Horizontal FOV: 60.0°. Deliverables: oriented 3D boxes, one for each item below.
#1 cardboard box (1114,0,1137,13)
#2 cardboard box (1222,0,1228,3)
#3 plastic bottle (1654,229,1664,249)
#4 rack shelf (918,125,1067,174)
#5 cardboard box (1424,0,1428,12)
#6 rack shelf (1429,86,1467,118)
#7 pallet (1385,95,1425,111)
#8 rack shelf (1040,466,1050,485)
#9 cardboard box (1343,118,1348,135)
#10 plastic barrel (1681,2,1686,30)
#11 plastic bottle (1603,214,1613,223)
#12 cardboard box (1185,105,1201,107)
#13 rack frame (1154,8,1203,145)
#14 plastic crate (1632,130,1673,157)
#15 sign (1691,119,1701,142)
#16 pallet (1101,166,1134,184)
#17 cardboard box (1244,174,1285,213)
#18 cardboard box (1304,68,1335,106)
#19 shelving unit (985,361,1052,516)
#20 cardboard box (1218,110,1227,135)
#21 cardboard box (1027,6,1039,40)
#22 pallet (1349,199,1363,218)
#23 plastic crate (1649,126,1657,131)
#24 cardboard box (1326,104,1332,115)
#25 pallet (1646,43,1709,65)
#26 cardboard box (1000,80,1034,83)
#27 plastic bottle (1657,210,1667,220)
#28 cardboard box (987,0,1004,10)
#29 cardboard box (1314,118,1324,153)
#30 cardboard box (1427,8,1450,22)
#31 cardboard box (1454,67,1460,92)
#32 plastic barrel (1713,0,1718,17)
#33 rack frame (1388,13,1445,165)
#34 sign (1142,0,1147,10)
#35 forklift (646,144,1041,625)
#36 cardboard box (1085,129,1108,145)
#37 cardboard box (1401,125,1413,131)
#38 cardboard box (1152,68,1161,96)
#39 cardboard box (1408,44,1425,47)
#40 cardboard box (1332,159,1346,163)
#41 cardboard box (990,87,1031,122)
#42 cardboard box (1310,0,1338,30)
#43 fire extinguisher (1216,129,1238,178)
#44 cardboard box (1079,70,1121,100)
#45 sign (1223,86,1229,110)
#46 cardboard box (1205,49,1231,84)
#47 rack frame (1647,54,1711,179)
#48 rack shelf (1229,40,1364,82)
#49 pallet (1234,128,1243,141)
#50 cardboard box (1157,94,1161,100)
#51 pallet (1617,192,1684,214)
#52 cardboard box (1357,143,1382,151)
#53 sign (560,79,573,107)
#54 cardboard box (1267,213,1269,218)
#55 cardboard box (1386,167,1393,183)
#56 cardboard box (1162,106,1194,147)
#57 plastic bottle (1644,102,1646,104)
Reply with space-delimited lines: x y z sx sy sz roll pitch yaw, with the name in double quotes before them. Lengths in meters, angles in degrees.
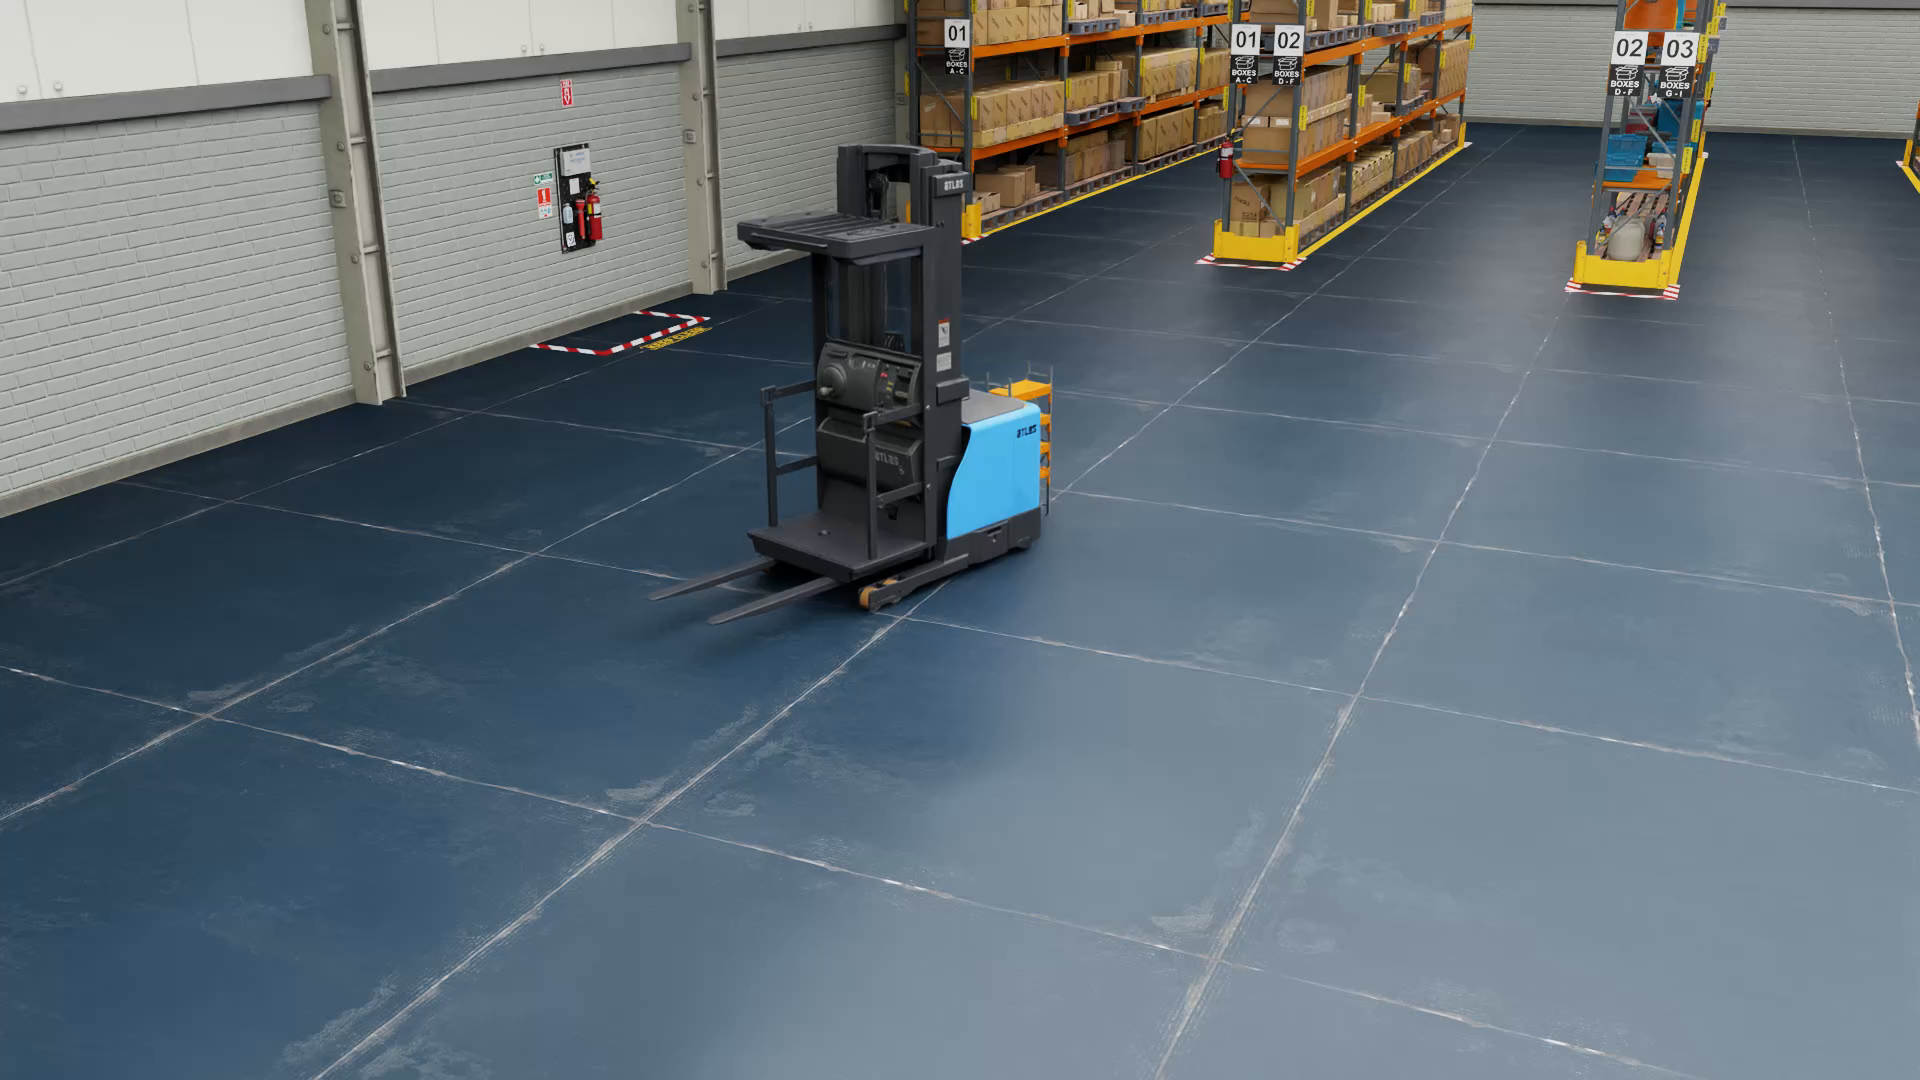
"cardboard box" 3.129 -10.405 31.967 0.700 0.500 0.500 7 21 18
"cardboard box" 5.573 -11.881 36.371 0.500 0.250 0.500 8 21 21
"plastic bottle" 9.776 -4.212 23.252 0.097 0.271 0.097 0 20 0
"rack shelf" 0.530 -6.411 27.092 1.077 0.370 4.000 9 21 23
"cardboard box" 8.872 -10.690 32.648 0.600 0.600 0.600 6 21 18
"rack shelf" 9.965 -9.401 35.499 1.077 0.370 4.000 9 21 23
"pallet" 8.300 -8.410 31.926 1.003 0.211 1.213 9 21 23
"rack shelf" 0.445 -0.465 12.778 0.258 0.148 0.480 16 25 38
"cardboard box" 6.032 -6.768 27.248 0.500 0.250 0.500 10 22 26
"plastic barrel" 11.491 -8.653 27.098 0.600 0.901 0.600 0 20 0
"plastic bottle" 9.351 -4.527 24.017 0.144 0.351 0.185 10 22 25
"cardboard box" 5.210 -9.649 37.259 0.380 0.149 0.250 9 21 23
"rack frame" 4.625 -9.807 35.567 1.000 3.000 0.127 9 21 23
"plastic crate" 10.057 -5.830 24.478 0.767 0.338 0.504 9 21 23
"sign" 10.885 -6.053 24.600 0.100 0.325 0.005 9 21 23
"pallet" 2.666 -7.031 31.925 1.003 0.211 1.213 9 21 23
"cardboard box" 4.576 -5.228 25.050 0.500 0.500 0.500 9 21 23
"cardboard box" 5.282 -6.897 25.300 0.700 0.500 0.500 9 21 23
"shelving unit" 0.445 -0.715 12.689 0.258 1.200 0.503 16 25 38
"cardboard box" 5.657 -9.515 37.851 0.700 0.500 0.500 8 21 21
"cardboard box" 0.957 -8.315 26.718 0.500 0.500 0.500 8 21 21
"pallet" 6.136 -5.599 27.898 1.003 0.211 1.213 9 21 23
"plastic crate" 10.843 -6.473 26.510 0.450 0.188 0.662 9 21 23
"cardboard box" 5.433 -6.535 25.250 0.380 0.149 0.250 9 22 24
"pallet" 9.177 -6.343 21.632 1.003 0.211 1.213 9 21 23
"cardboard box" 0.966 -7.538 28.263 0.500 0.500 0.500 8 21 21
"plastic bottle" 10.308 -4.666 24.409 0.144 0.351 0.185 7 21 20
"cardboard box" 0.342 -8.310 25.211 0.500 0.500 0.500 8 21 22
"cardboard box" 5.066 -6.121 25.056 0.700 0.500 0.500 9 22 24
"cardboard box" 9.571 -10.585 33.504 0.500 0.250 0.500 9 21 23
"cardboard box" 10.430 -9.913 35.717 0.500 0.500 0.500 9 21 23
"plastic barrel" 13.475 -9.840 30.277 0.600 0.588 0.600 0 20 0
"rack frame" 9.146 -9.128 33.659 1.000 3.000 0.127 9 21 23
"sign" 3.481 -10.166 31.329 0.100 0.325 0.005 9 21 23
"forklift" -0.767 -1.095 11.174 1.130 2.935 3.031 17 26 40
"cardboard box" 2.449 -7.574 31.244 0.500 0.250 0.500 9 21 24
"cardboard box" 9.120 -8.371 34.603 0.500 0.500 0.500 9 21 23
"cardboard box" 3.642 -9.053 32.824 0.500 0.500 0.500 9 22 24
"cardboard box" 9.324 -9.993 34.451 0.500 0.500 0.500 8 21 22
"cardboard box" 6.397 -6.477 28.846 0.500 0.311 0.500 8 21 22
"cardboard box" 0.810 -7.001 26.754 0.500 0.500 0.500 9 22 24
"cardboard box" 5.161 -7.654 24.053 0.500 0.500 0.500 9 21 23
"fire extinguisher" 3.760 -5.451 23.435 0.296 0.674 0.183 9 21 23
"cardboard box" 2.600 -8.519 31.140 0.700 0.500 0.500 6 21 18
"sign" 3.743 -6.196 23.332 0.100 0.325 0.005 9 21 23
"cardboard box" 5.775 -10.790 37.883 0.980 0.700 0.700 8 21 22
"rack frame" 13.663 -8.447 31.745 1.000 3.000 0.127 9 21 23
"rack shelf" 5.051 -7.145 24.681 1.077 0.370 4.000 9 21 23
"pallet" 6.007 -9.460 38.755 1.003 0.211 1.213 9 21 23
"cardboard box" 3.835 -8.941 33.478 0.380 0.149 0.250 9 21 24
"pallet" 11.673 -5.679 28.123 1.003 0.211 1.213 9 21 23
"cardboard box" 7.677 -7.253 31.460 0.500 0.500 0.500 9 22 25
"sign" -4.389 -4.990 18.564 0.001 0.298 0.199 9 21 23
"cardboard box" 4.376 -4.721 24.744 0.500 0.250 0.500 9 21 23
"cardboard box" 7.515 -6.613 30.065 0.500 0.250 0.500 9 22 24
"cardboard box" 4.477 -8.775 35.248 0.750 0.750 0.750 9 21 23
"plastic bottle" 12.270 -7.701 29.821 0.061 0.283 0.133 9 21 23
